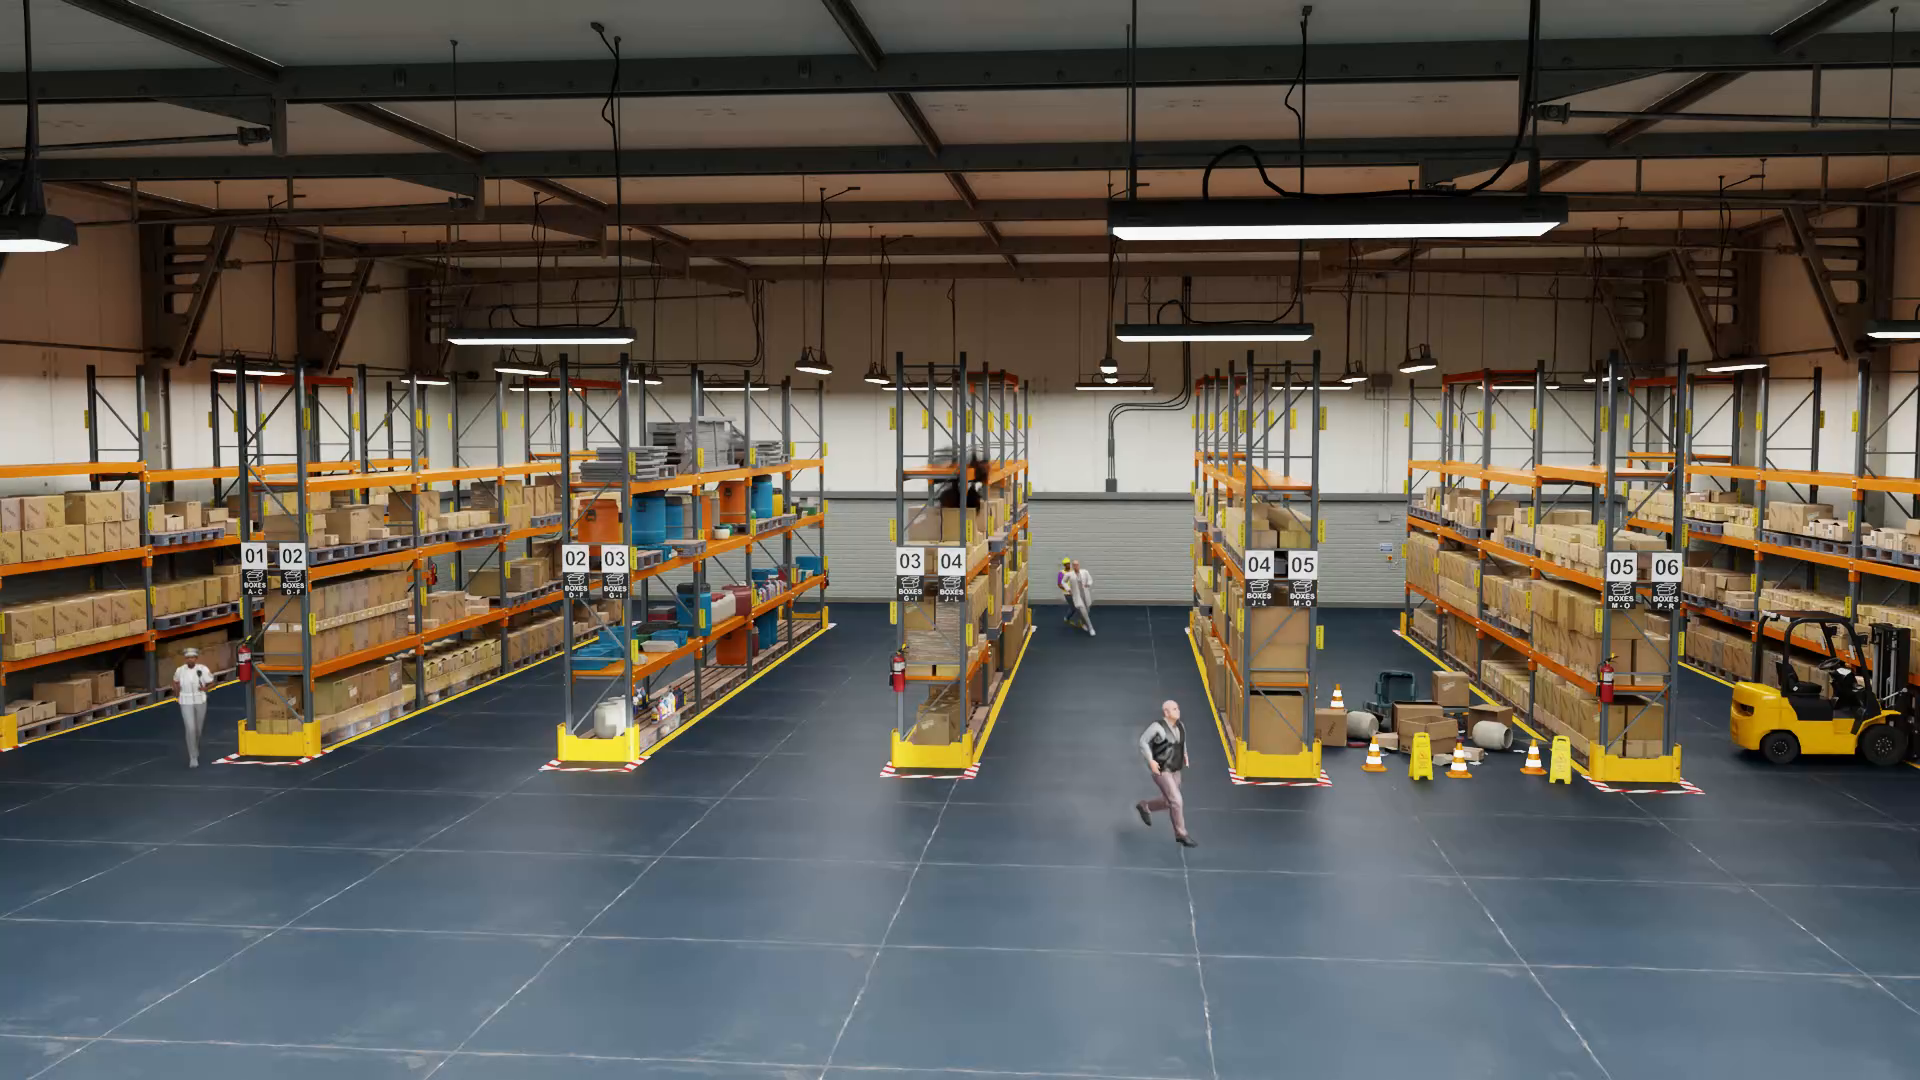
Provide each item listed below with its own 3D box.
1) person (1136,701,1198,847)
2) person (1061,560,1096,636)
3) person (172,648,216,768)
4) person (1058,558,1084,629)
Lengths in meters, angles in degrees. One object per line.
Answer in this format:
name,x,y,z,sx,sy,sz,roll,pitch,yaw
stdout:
person,2.437,2.755,19.825,0.681,1.709,0.917,-4,6,-43
person,2.775,1.347,39.243,0.711,1.748,1.012,-1,4,-14
person,-11.230,2.423,24.414,0.562,1.728,0.849,-2,5,-29
person,2.661,1.289,40.066,0.708,1.721,0.774,-3,5,-40
